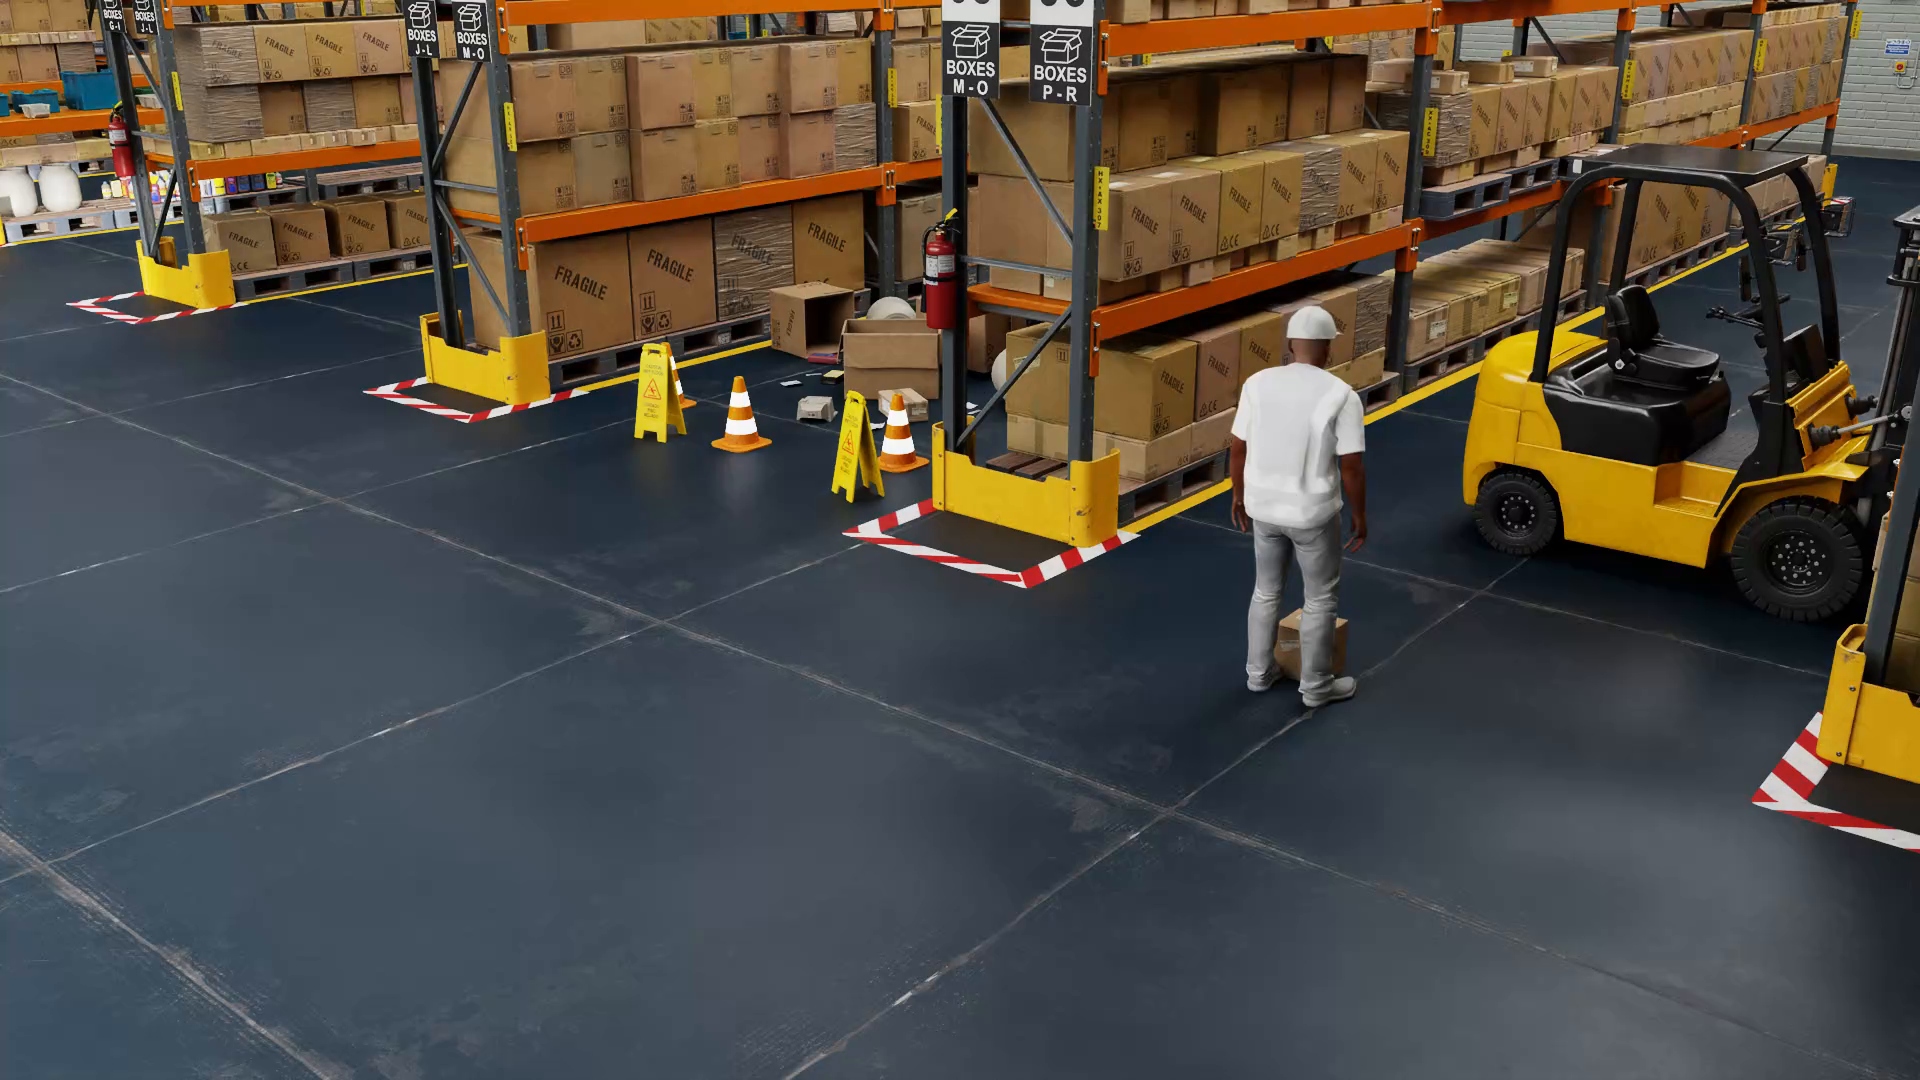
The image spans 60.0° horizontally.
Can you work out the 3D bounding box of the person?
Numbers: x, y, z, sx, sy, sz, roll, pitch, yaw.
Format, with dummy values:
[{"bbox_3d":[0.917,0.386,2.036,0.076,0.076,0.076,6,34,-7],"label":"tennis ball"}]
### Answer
[{"bbox_3d":[1.486,-0.150,7.313,0.633,1.759,0.462,14,24,33],"label":"person"}]
